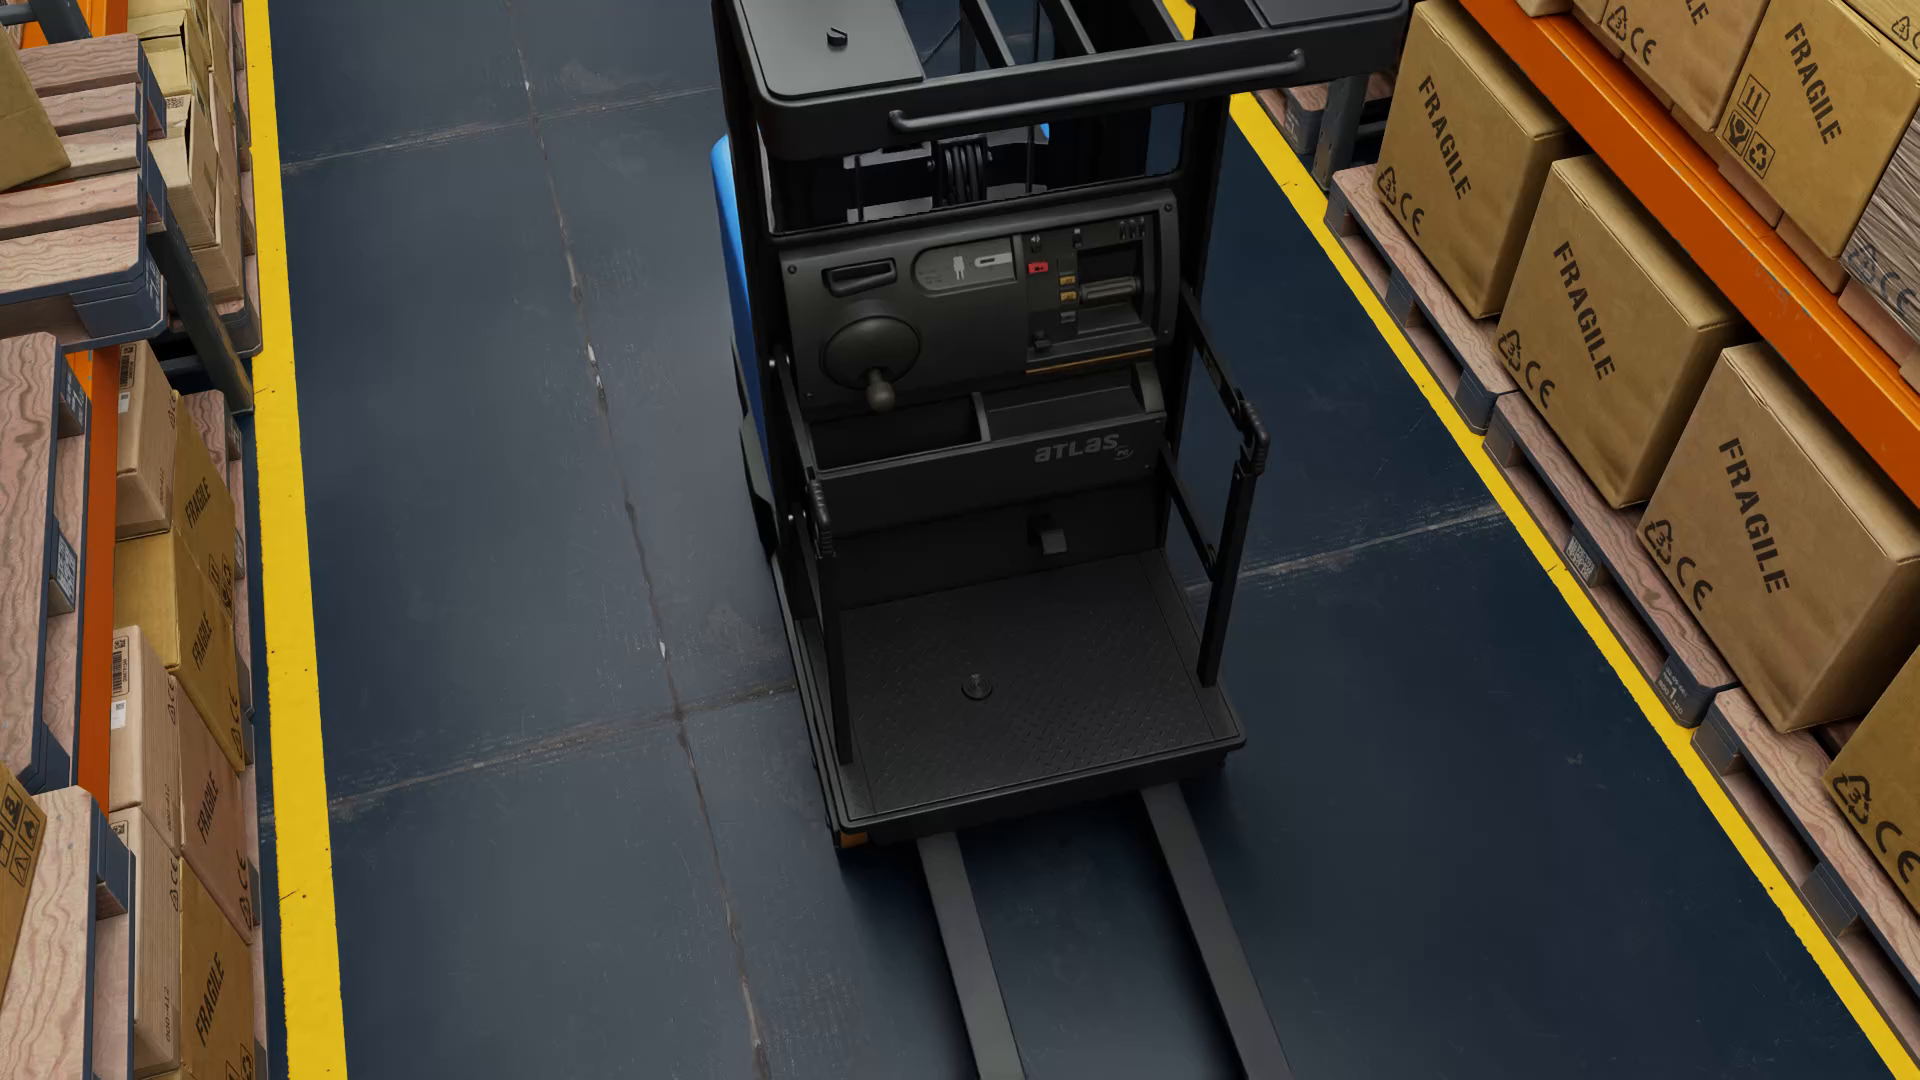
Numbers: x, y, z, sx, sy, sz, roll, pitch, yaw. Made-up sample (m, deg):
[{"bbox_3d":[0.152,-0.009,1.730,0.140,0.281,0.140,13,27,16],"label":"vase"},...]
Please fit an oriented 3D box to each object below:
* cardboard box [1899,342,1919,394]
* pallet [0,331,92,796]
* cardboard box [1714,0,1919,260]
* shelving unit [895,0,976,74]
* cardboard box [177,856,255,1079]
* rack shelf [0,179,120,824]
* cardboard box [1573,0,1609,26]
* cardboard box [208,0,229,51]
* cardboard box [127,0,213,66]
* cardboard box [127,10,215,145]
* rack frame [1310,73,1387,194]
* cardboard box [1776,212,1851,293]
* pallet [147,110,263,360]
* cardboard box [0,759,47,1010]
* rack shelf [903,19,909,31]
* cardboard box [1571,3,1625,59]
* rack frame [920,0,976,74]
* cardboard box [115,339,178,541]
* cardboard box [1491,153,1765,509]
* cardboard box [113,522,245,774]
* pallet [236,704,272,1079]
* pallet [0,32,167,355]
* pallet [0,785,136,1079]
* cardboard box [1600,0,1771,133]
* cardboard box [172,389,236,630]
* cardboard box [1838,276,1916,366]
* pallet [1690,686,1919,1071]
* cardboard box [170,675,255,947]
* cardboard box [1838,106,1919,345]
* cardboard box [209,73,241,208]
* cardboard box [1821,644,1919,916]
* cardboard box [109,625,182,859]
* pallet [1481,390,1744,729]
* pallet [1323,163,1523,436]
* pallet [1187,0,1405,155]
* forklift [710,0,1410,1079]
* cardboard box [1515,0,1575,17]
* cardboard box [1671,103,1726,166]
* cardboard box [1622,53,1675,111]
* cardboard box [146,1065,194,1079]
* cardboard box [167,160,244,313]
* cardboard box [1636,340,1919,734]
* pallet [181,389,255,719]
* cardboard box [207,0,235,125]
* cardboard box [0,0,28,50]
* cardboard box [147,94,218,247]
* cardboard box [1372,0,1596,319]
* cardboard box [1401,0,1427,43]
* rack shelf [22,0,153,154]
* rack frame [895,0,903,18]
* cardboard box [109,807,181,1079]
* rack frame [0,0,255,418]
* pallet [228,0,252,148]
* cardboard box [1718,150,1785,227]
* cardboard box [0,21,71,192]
[{"bbox_3d":[2.393,-0.389,3.767,0.380,0.149,0.250,-13,51,-11],"label":"cardboard box"},{"bbox_3d":[-2.297,0.154,3.284,1.003,0.211,1.213,-13,51,-11],"label":"pallet"},{"bbox_3d":[2.207,-1.046,3.897,0.500,0.500,0.500,-12,51,-10],"label":"cardboard box"},{"bbox_3d":[-0.325,-1.505,5.538,0.538,1.500,1.048,-11,51,-9],"label":"shelving unit"},{"bbox_3d":[-1.913,1.096,3.712,0.500,0.500,0.500,-13,51,-11],"label":"cardboard box"},{"bbox_3d":[-2.285,0.365,3.451,1.077,0.370,4.000,-13,51,-11],"label":"rack shelf"},{"bbox_3d":[1.900,-1.788,4.522,0.500,0.500,0.500,-12,51,-10],"label":"cardboard box"},{"bbox_3d":[-3.211,-2.145,6.621,0.500,0.250,0.500,-12,51,-10],"label":"cardboard box"},{"bbox_3d":[-3.063,-1.961,6.098,0.500,0.311,0.500,-15,51,-12],"label":"cardboard box"},{"bbox_3d":[-2.914,-1.588,5.784,0.500,0.311,0.500,-14,51,-12],"label":"cardboard box"},{"bbox_3d":[1.854,-2.450,5.354,1.000,3.000,0.127,-13,51,-11],"label":"rack frame"},{"bbox_3d":[2.265,-0.772,4.090,0.380,0.149,0.250,-12,51,-10],"label":"cardboard box"},{"bbox_3d":[-3.083,-1.039,5.988,1.003,0.211,1.213,-13,51,-11],"label":"pallet"},{"bbox_3d":[-1.884,0.542,2.491,0.700,0.500,0.500,-6,50,-5],"label":"cardboard box"},{"bbox_3d":[-0.325,-1.389,5.676,0.538,0.185,1.000,-11,51,-9],"label":"rack shelf"},{"bbox_3d":[1.987,-1.528,4.728,0.380,0.149,0.250,-14,51,-11],"label":"cardboard box"},{"bbox_3d":[-0.200,-1.129,5.220,0.500,1.500,0.032,-11,51,-9],"label":"rack frame"},{"bbox_3d":[-2.355,-0.235,4.343,0.500,0.250,0.500,-12,51,-10],"label":"cardboard box"},{"bbox_3d":[2.199,-0.685,4.997,0.750,0.750,0.750,-14,51,-11],"label":"cardboard box"},{"bbox_3d":[-2.223,0.344,4.345,0.500,0.500,0.500,-15,51,-12],"label":"cardboard box"},{"bbox_3d":[-2.335,1.015,4.257,1.003,0.211,1.213,-13,51,-11],"label":"pallet"},{"bbox_3d":[-2.609,-0.787,4.077,1.213,0.211,1.003,-13,51,-11],"label":"pallet"},{"bbox_3d":[-1.826,1.047,2.531,1.003,0.211,1.213,-13,51,-11],"label":"pallet"},{"bbox_3d":[2.045,-1.425,4.216,0.500,0.500,0.500,-14,51,-11],"label":"cardboard box"},{"bbox_3d":[-2.376,-0.034,4.664,0.500,0.500,0.500,-12,51,-10],"label":"cardboard box"},{"bbox_3d":[2.333,-0.575,3.924,0.380,0.149,0.250,-15,51,-12],"label":"cardboard box"},{"bbox_3d":[2.737,0.823,4.418,1.003,0.211,1.213,-13,51,-11],"label":"pallet"},{"bbox_3d":[-2.062,0.726,4.023,0.500,0.500,0.500,-15,52,-12],"label":"cardboard box"},{"bbox_3d":[2.359,-0.683,3.591,0.500,0.500,0.500,-13,51,-11],"label":"cardboard box"},{"bbox_3d":[-2.900,-1.393,5.986,0.500,0.250,0.500,-15,51,-12],"label":"cardboard box"},{"bbox_3d":[2.721,0.583,3.928,0.750,0.750,0.750,-13,51,-11],"label":"cardboard box"},{"bbox_3d":[-2.049,0.511,3.714,0.500,0.250,0.500,-14,51,-12],"label":"cardboard box"},{"bbox_3d":[2.373,-0.069,5.170,1.003,0.211,1.213,-13,51,-11],"label":"pallet"},{"bbox_3d":[2.016,-0.959,5.920,1.003,0.211,1.213,-13,51,-11],"label":"pallet"},{"bbox_3d":[1.625,-2.123,6.901,1.003,0.211,1.213,-13,51,-11],"label":"pallet"},{"bbox_3d":[0.114,-0.443,3.706,1.130,2.935,3.031,-11,51,-9],"label":"forklift"},{"bbox_3d":[1.794,-1.684,4.859,0.380,0.149,0.250,-12,51,-10],"label":"cardboard box"},{"bbox_3d":[2.138,-1.150,4.408,0.380,0.149,0.250,-13,51,-10],"label":"cardboard box"},{"bbox_3d":[2.072,-1.340,4.569,0.380,0.149,0.250,-12,51,-10],"label":"cardboard box"},{"bbox_3d":[-1.772,1.462,3.403,0.500,0.500,0.500,-13,51,-10],"label":"cardboard box"},{"bbox_3d":[-2.751,-1.026,5.676,0.500,0.250,0.500,-13,51,-11],"label":"cardboard box"},{"bbox_3d":[2.455,-0.065,4.474,0.750,0.750,0.750,-12,51,-10],"label":"cardboard box"},{"bbox_3d":[-2.692,0.125,5.007,1.003,0.211,1.213,-13,51,-11],"label":"pallet"},{"bbox_3d":[-3.060,-1.771,6.305,0.500,0.250,0.500,-15,51,-12],"label":"cardboard box"},{"bbox_3d":[-2.942,-1.574,4.674,0.500,0.311,0.500,-10,51,-9],"label":"cardboard box"},{"bbox_3d":[-2.751,-1.206,5.462,0.500,0.311,0.500,-12,51,-10],"label":"cardboard box"},{"bbox_3d":[1.947,-1.326,5.537,0.750,0.750,0.750,-14,51,-11],"label":"cardboard box"},{"bbox_3d":[1.592,-2.301,6.575,0.700,0.500,0.500,-13,51,-10],"label":"cardboard box"},{"bbox_3d":[-3.468,-2.556,5.914,1.077,0.370,4.000,-13,51,-11],"label":"rack shelf"},{"bbox_3d":[-0.450,-1.882,5.856,0.500,1.500,0.032,-11,51,-9],"label":"rack frame"},{"bbox_3d":[-1.900,0.877,3.405,0.500,0.250,0.500,-13,51,-11],"label":"cardboard box"},{"bbox_3d":[-2.877,-1.328,4.407,1.000,3.000,0.127,-13,51,-11],"label":"rack frame"},{"bbox_3d":[-3.440,-1.928,6.738,1.003,0.211,1.213,-13,51,-11],"label":"pallet"},{"bbox_3d":[2.194,-0.965,4.253,0.380,0.149,0.250,-13,51,-11],"label":"cardboard box"},{"bbox_3d":[-2.583,-1.061,3.842,0.700,0.500,0.500,-30,56,-23],"label":"cardboard box"}]
